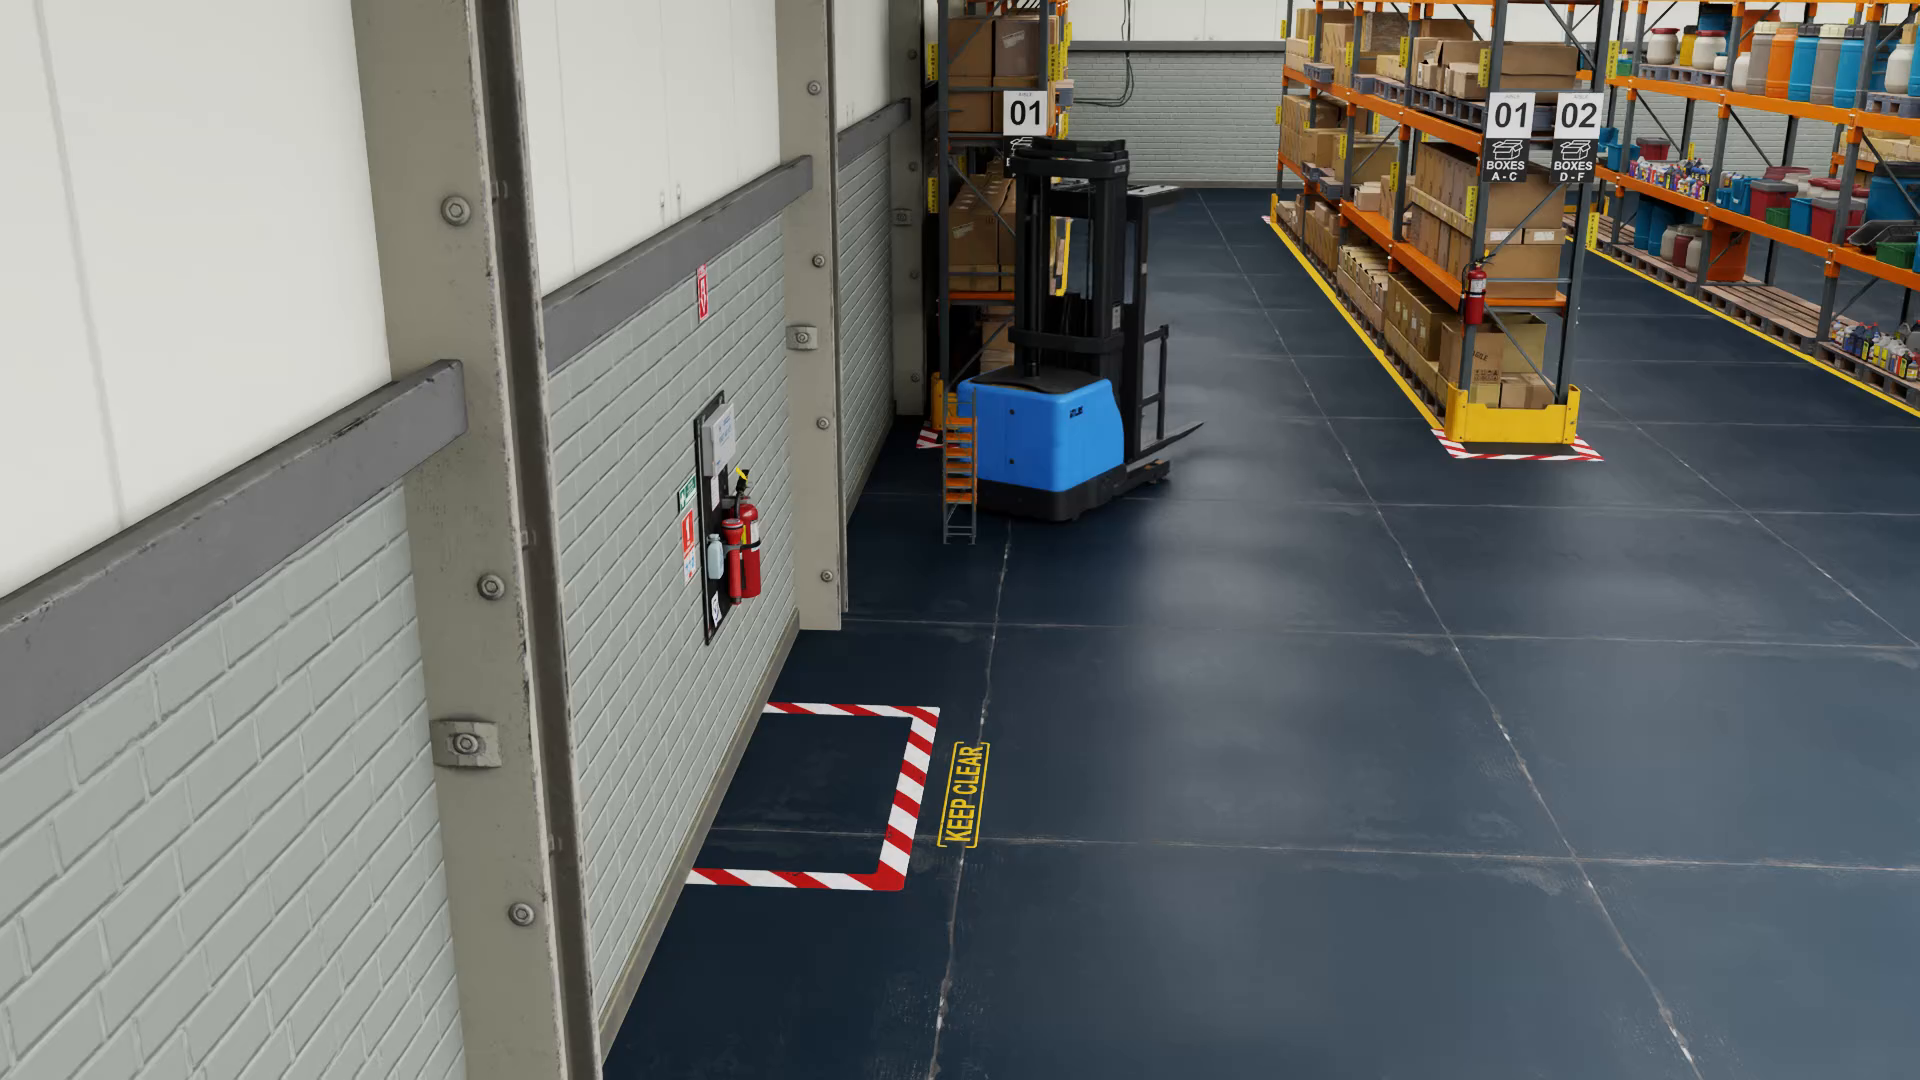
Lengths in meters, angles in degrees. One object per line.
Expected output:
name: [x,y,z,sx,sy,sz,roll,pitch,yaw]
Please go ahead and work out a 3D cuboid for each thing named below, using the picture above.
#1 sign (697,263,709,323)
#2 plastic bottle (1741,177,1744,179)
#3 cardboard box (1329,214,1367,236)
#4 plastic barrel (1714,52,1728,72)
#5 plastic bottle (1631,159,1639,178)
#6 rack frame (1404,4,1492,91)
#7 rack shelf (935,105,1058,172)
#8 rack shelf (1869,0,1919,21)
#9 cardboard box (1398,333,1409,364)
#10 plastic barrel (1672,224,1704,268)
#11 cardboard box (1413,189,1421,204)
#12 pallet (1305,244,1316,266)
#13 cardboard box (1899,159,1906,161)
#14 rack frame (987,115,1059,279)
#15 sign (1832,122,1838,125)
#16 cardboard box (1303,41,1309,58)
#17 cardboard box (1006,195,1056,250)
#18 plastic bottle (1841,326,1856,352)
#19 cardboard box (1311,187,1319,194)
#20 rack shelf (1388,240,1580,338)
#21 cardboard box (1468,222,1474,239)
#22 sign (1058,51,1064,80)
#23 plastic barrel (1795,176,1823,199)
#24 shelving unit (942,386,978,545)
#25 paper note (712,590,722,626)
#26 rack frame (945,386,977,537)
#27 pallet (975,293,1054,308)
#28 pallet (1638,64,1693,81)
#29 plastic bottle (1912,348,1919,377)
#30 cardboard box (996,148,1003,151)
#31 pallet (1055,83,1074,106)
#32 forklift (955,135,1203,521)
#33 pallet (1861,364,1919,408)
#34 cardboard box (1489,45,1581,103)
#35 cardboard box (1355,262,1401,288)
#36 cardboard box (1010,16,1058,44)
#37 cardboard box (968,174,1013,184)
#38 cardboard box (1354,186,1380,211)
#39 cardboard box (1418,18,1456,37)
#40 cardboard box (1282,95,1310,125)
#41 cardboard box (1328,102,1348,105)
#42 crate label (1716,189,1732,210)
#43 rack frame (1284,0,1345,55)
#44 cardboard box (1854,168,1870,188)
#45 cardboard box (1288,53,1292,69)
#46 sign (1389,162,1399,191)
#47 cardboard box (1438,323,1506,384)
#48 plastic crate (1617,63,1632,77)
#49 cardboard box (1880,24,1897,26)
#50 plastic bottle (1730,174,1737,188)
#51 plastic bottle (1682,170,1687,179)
sign: [-1.255,-1.223,8.116,0.001,0.298,0.199,1,18,4]
plastic bottle: [11.120,-5.025,23.649,0.097,0.271,0.097,0,18,0]
cardboard box: [5.651,-4.582,24.191,0.500,0.250,0.500,2,18,6]
plastic barrel: [10.689,-6.674,23.206,0.301,0.262,0.301,0,18,0]
plastic bottle: [10.584,-5.820,26.055,0.061,0.283,0.133,1,18,4]
rack frame: [5.531,-6.499,18.306,1.000,3.000,0.127,1,18,4]
rack shelf: [0.446,-4.220,17.323,1.077,0.370,4.000,1,18,4]
rack shelf: [10.328,-5.234,16.244,1.077,0.370,4.000,1,18,4]
cardboard box: [5.114,-2.094,18.237,0.500,0.250,0.500,1,18,4]
plastic barrel: [10.857,-4.336,24.536,0.600,0.588,0.708,1,18,4]
cardboard box: [5.301,-3.847,18.644,0.380,0.149,0.250,2,18,5]
pallet: [6.084,-4.554,26.483,1.003,0.211,1.213,1,18,4]
cardboard box: [15.754,-6.213,27.470,0.380,0.149,0.250,2,18,5]
rack frame: [0.877,-5.000,23.365,1.000,3.000,0.127,1,18,4]
sign: [15.719,-7.616,29.832,0.100,0.325,0.005,1,18,4]
cardboard box: [5.908,-8.037,27.254,0.500,0.250,0.500,1,18,4]
cardboard box: [0.726,-3.265,17.075,0.500,0.500,0.500,1,18,2]
plastic bottle: [10.015,-2.261,18.674,0.152,0.276,0.135,2,18,6]
cardboard box: [6.598,-6.222,30.403,0.500,0.500,0.500,1,18,4]
rack shelf: [5.388,-2.685,17.456,1.077,0.370,4.000,1,18,4]
cardboard box: [5.099,-2.966,15.955,0.380,0.149,0.250,2,18,5]
sign: [1.132,-5.419,18.997,0.100,0.325,0.005,1,18,4]
plastic barrel: [10.867,-4.377,21.284,0.421,0.512,0.421,0,18,0]
shelving unit: [-0.001,-0.566,12.722,0.258,1.200,0.189,1,18,4]
paper note: [-1.236,0.350,8.452,0.016,0.148,0.142,1,18,4]
rack frame: [0.006,-0.594,12.809,0.240,1.200,0.006,1,18,4]
pallet: [0.729,-3.054,21.906,1.003,0.211,1.213,1,18,4]
pallet: [11.086,-7.111,25.294,1.213,0.211,1.003,1,18,4]
plastic bottle: [10.031,-1.868,17.463,0.061,0.283,0.133,1,18,4]
cardboard box: [0.853,-5.110,22.835,0.700,0.500,0.500,-1,18,-3]
pallet: [0.740,-5.283,19.714,1.213,0.211,1.003,1,18,4]
forklift: [1.180,-1.944,14.150,1.130,2.935,3.031,11,21,31]
pallet: [10.297,-1.624,17.540,1.003,0.211,1.213,1,18,4]
cardboard box: [5.290,-4.325,15.423,0.797,0.503,0.637,3,18,8]
cardboard box: [5.383,-3.413,21.361,0.500,0.311,0.500,1,18,3]
cardboard box: [0.769,-5.221,17.423,0.500,0.500,0.500,1,18,2]
cardboard box: [0.348,-3.911,19.046,0.500,0.500,0.500,1,18,3]
cardboard box: [5.561,-4.575,22.211,0.500,0.311,0.500,1,18,3]
cardboard box: [5.632,-5.927,19.737,0.500,0.500,0.500,3,18,9]
cardboard box: [6.097,-7.766,30.040,0.500,0.500,0.500,2,18,6]
cardboard box: [6.493,-7.116,28.055,0.500,0.500,0.500,1,18,2]
crate label: [10.354,-4.577,22.343,0.303,0.233,0.416,1,18,4]
rack frame: [6.391,-10.226,29.680,1.000,3.000,0.127,1,18,4]
cardboard box: [16.306,-6.142,29.589,0.875,0.875,0.875,1,18,4]
cardboard box: [6.052,-8.421,29.228,0.500,0.250,0.500,1,18,4]
sign: [4.989,-4.170,19.100,0.100,0.325,0.005,1,18,4]
cardboard box: [4.986,-1.829,16.223,0.500,0.500,0.500,1,18,4]
plastic crate: [10.774,-7.484,26.470,0.450,0.188,0.662,1,18,4]
cardboard box: [16.127,-8.538,28.350,0.700,0.500,0.500,1,18,2]
plastic bottle: [11.213,-5.167,24.083,0.097,0.271,0.097,0,18,0]
plastic bottle: [10.601,-5.268,24.370,0.061,0.283,0.133,1,18,4]
